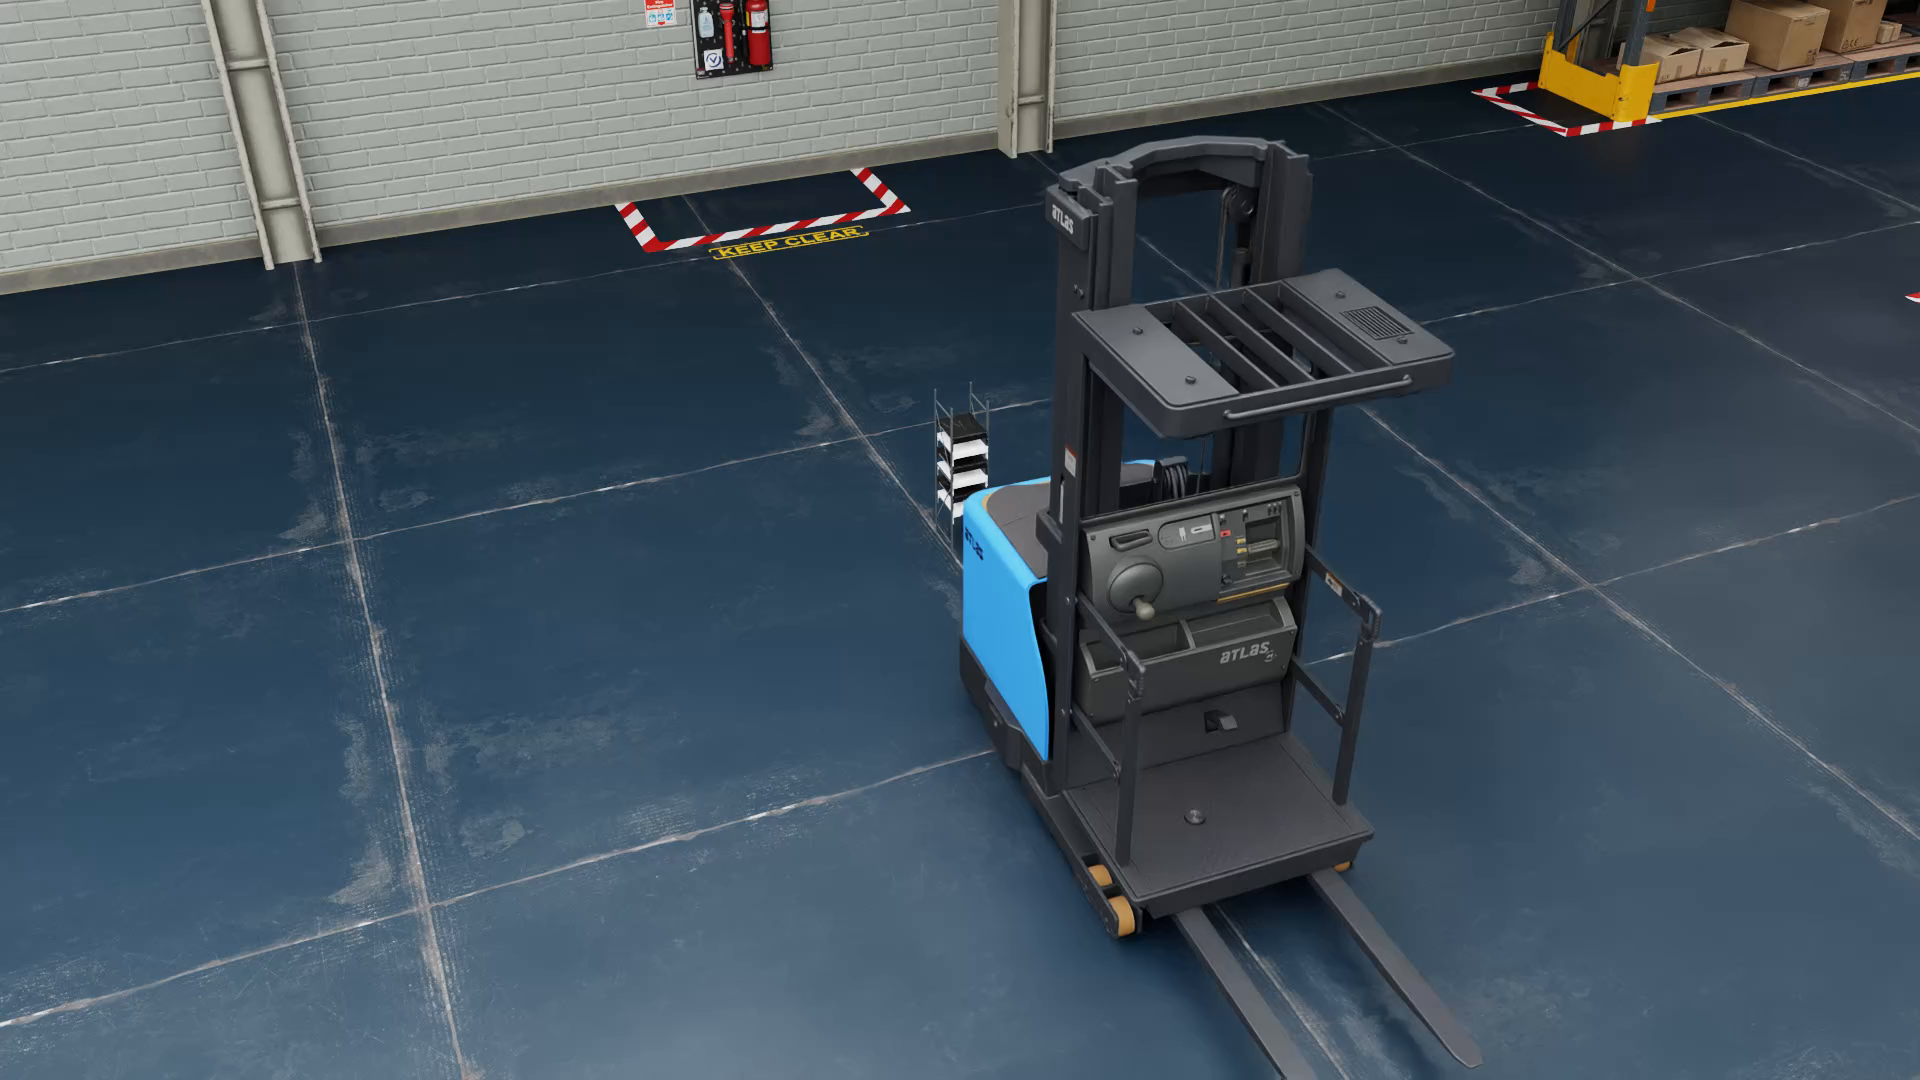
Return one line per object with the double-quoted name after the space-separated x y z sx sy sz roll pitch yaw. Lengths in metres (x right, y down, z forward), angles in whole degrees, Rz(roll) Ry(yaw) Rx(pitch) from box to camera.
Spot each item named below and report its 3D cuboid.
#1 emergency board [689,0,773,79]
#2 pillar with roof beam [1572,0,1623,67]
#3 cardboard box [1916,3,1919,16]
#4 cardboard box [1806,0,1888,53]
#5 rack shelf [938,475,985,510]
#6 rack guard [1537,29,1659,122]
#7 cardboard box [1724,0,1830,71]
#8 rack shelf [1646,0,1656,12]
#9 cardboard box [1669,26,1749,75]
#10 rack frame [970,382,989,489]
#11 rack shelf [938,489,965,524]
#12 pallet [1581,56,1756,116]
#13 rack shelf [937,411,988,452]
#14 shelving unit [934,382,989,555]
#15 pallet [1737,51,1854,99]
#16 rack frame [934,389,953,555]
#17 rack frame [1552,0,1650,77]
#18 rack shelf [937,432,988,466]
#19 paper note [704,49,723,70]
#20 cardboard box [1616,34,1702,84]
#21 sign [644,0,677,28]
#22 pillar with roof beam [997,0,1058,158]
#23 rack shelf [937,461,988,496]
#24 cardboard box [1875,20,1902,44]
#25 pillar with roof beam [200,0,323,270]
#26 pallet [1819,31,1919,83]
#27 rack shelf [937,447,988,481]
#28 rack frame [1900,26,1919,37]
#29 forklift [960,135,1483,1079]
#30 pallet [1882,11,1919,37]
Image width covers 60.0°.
-1.735 -4.125 12.757 0.643 1.169 0.194 -13 35 -19 "emergency board"
7.757 -6.244 10.513 0.400 9.000 9.100 -13 35 -19 "pillar with roof beam"
10.141 -5.456 16.692 0.500 0.500 0.700 -12 35 -17 "cardboard box"
8.527 -5.053 16.073 0.500 0.500 0.500 -16 36 -22 "cardboard box"
0.007 -0.276 8.992 0.200 0.077 0.258 -13 35 -19 "rack shelf"
5.850 -4.280 15.287 0.348 0.500 1.175 -13 35 -19 "rack guard"
7.674 -4.799 15.682 0.500 0.500 0.700 -15 36 -22 "cardboard box"
7.624 -5.432 15.426 4.000 0.370 1.077 -13 35 -19 "rack shelf"
6.979 -4.590 15.534 0.500 0.311 0.500 -10 34 -15 "cardboard box"
0.101 -0.400 8.958 0.006 0.900 0.240 -13 35 -19 "rack frame"
0.007 -0.200 9.042 0.200 0.077 0.258 -13 35 -19 "rack shelf"
6.613 -4.312 15.602 1.213 0.211 1.003 -13 35 -19 "pallet"
0.007 -0.577 8.796 0.200 0.077 0.258 -13 35 -19 "rack shelf"
0.007 -0.379 8.925 0.210 0.900 0.258 -13 35 -19 "shelving unit"
7.736 -4.568 15.995 1.213 0.211 1.003 -13 35 -19 "pallet"
-0.086 -0.357 8.892 0.006 0.900 0.240 -13 35 -19 "rack frame"
5.780 -5.311 14.581 0.127 3.000 1.000 -13 35 -19 "rack frame"
0.007 -0.502 8.845 0.200 0.077 0.258 -13 35 -19 "rack shelf"
-1.925 -3.753 12.993 0.142 0.148 0.016 -13 35 -19 "paper note"
6.453 -4.470 15.349 0.500 0.311 0.500 -17 37 -24 "cardboard box"
-2.284 -4.075 12.648 0.234 0.329 0.001 -13 35 -19 "sign"
2.225 -4.977 8.566 0.400 9.000 9.100 -13 35 -19 "pillar with roof beam"
0.007 -0.351 8.943 0.200 0.077 0.258 -13 35 -19 "rack shelf"
8.987 -5.025 16.335 0.250 0.166 0.380 -18 37 -25 "cardboard box"
-3.307 -3.710 6.619 0.400 9.000 9.100 -13 35 -19 "pillar with roof beam"
8.863 -4.828 16.394 1.213 0.211 1.003 -13 35 -19 "pallet"
0.007 -0.426 8.894 0.200 0.077 0.258 -13 35 -19 "rack shelf"
9.468 -6.156 15.879 0.127 3.000 1.000 -13 35 -19 "rack frame"
1.003 0.112 6.308 1.130 2.935 3.031 -12 35 -18 "forklift"
10.186 -5.152 16.893 1.213 0.211 1.003 -13 35 -19 "pallet"
